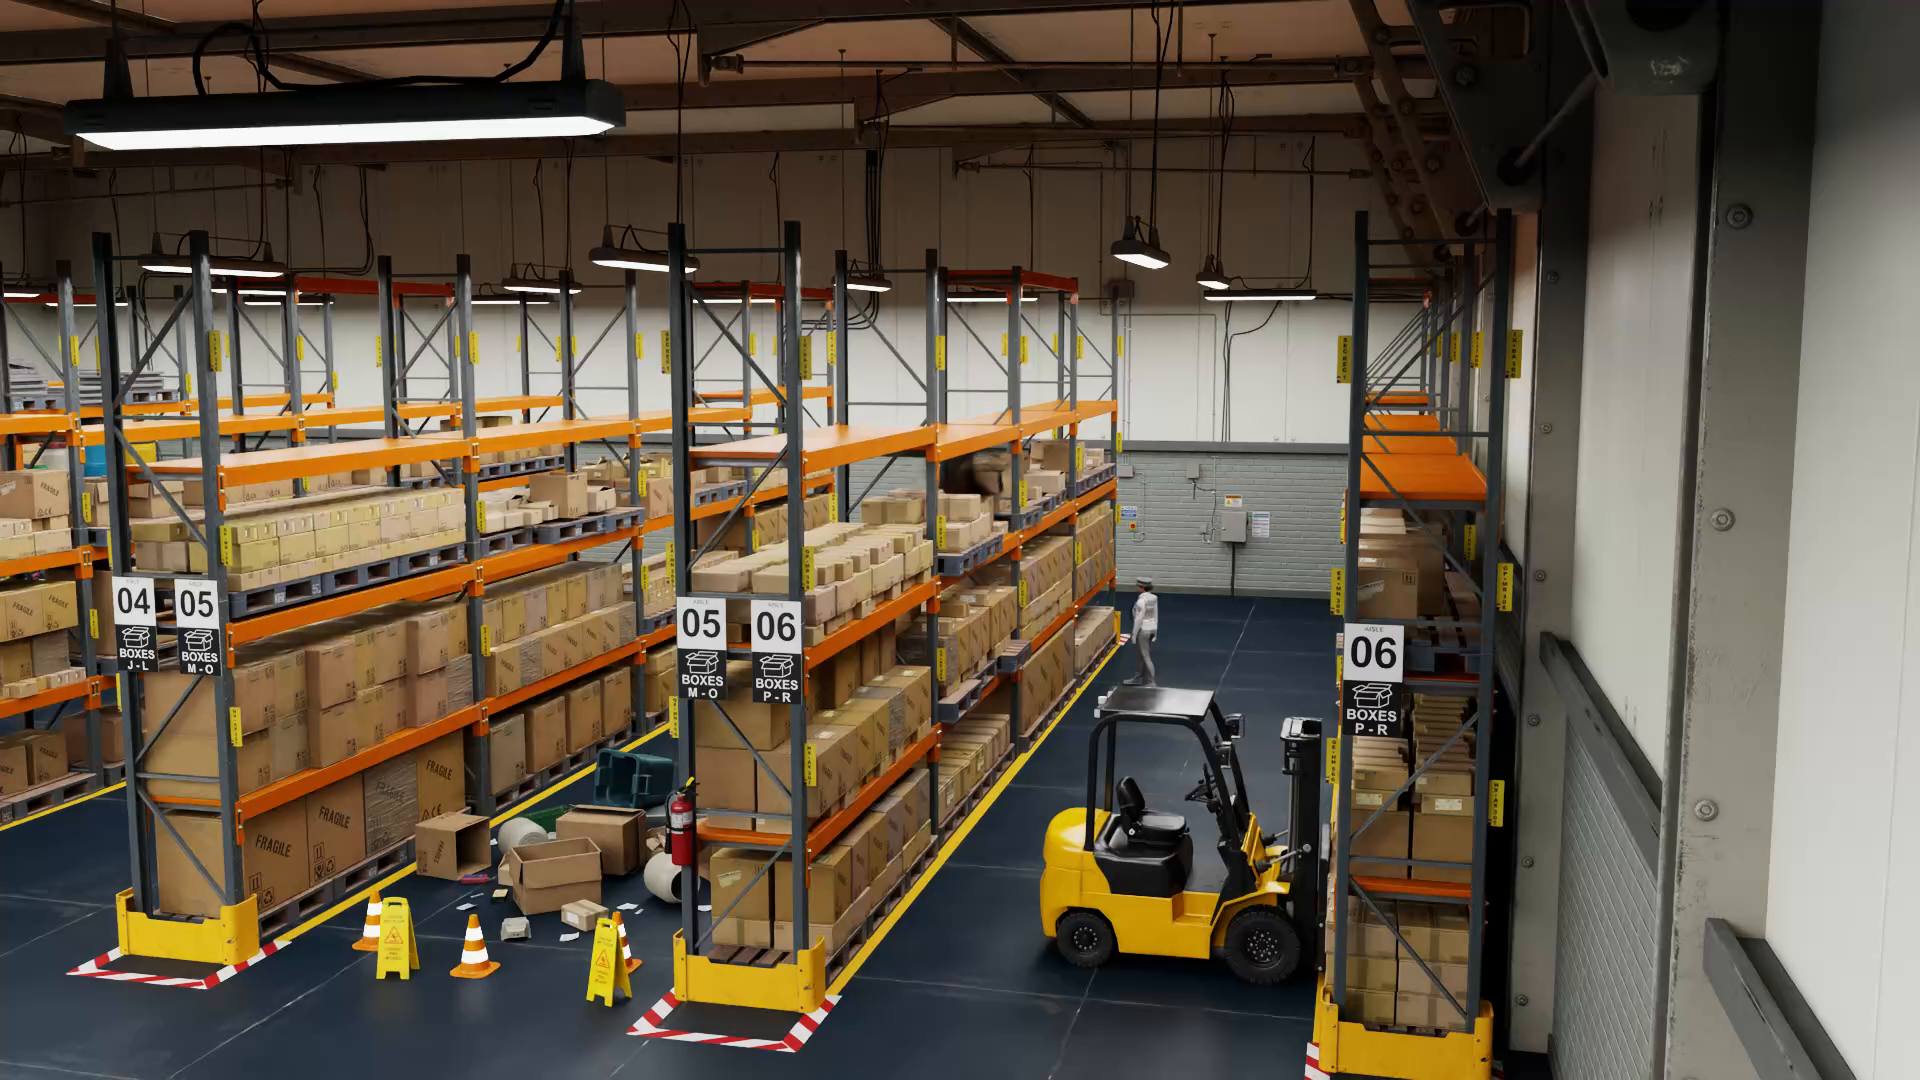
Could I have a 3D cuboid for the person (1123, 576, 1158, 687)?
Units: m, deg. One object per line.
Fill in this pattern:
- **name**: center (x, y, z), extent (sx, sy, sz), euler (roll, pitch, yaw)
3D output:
- **person**: center (2.663, 1.366, 24.541), extent (0.616, 1.676, 0.490), euler (5, 8, 34)
